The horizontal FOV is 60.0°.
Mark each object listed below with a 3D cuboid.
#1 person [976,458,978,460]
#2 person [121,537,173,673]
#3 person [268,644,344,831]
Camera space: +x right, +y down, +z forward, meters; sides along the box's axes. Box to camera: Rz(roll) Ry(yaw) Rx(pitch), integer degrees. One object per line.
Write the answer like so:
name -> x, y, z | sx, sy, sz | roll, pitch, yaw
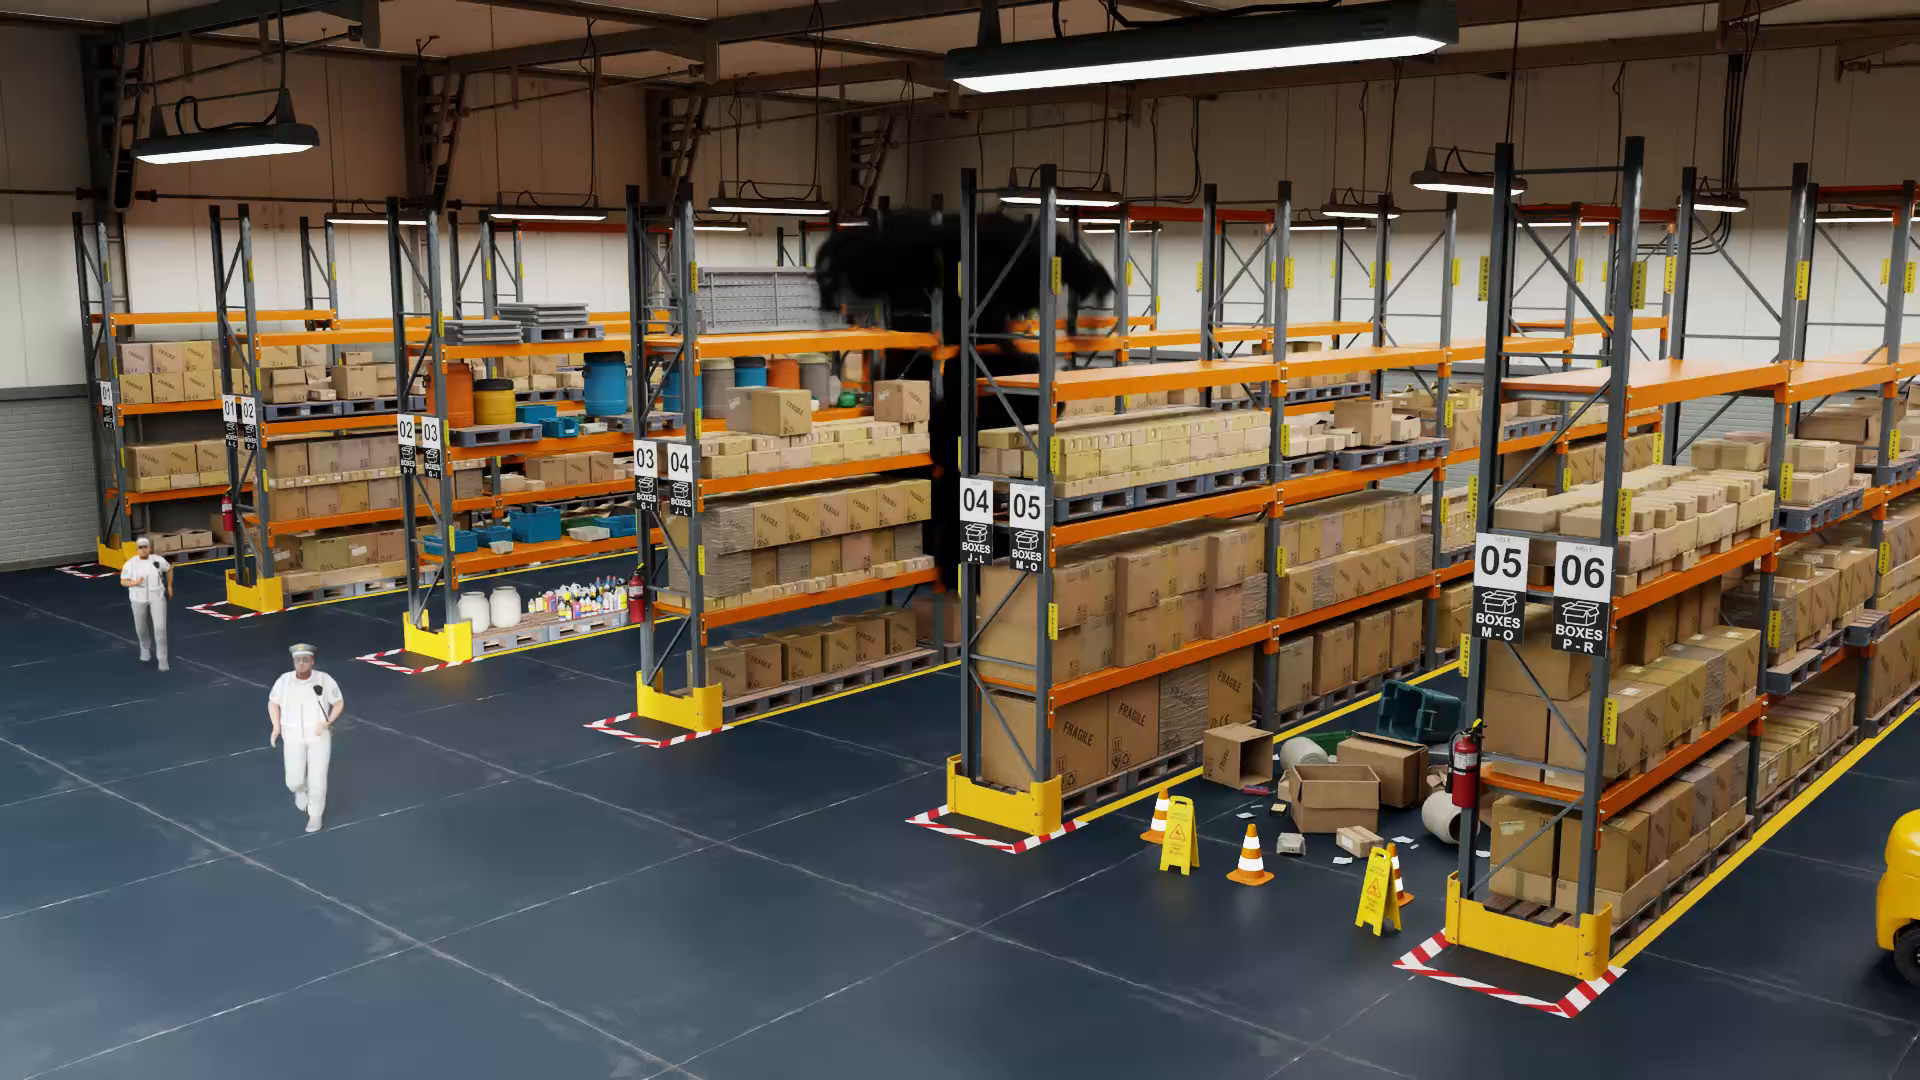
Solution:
person -> 0.482, -1.502, 35.046 | 0.721, 1.758, 0.956 | 5, 11, 28
person -> -10.439, 0.806, 21.404 | 0.600, 1.708, 0.856 | -4, 10, -24
person -> -6.015, 1.802, 15.318 | 0.667, 1.751, 0.599 | -2, 10, -14
